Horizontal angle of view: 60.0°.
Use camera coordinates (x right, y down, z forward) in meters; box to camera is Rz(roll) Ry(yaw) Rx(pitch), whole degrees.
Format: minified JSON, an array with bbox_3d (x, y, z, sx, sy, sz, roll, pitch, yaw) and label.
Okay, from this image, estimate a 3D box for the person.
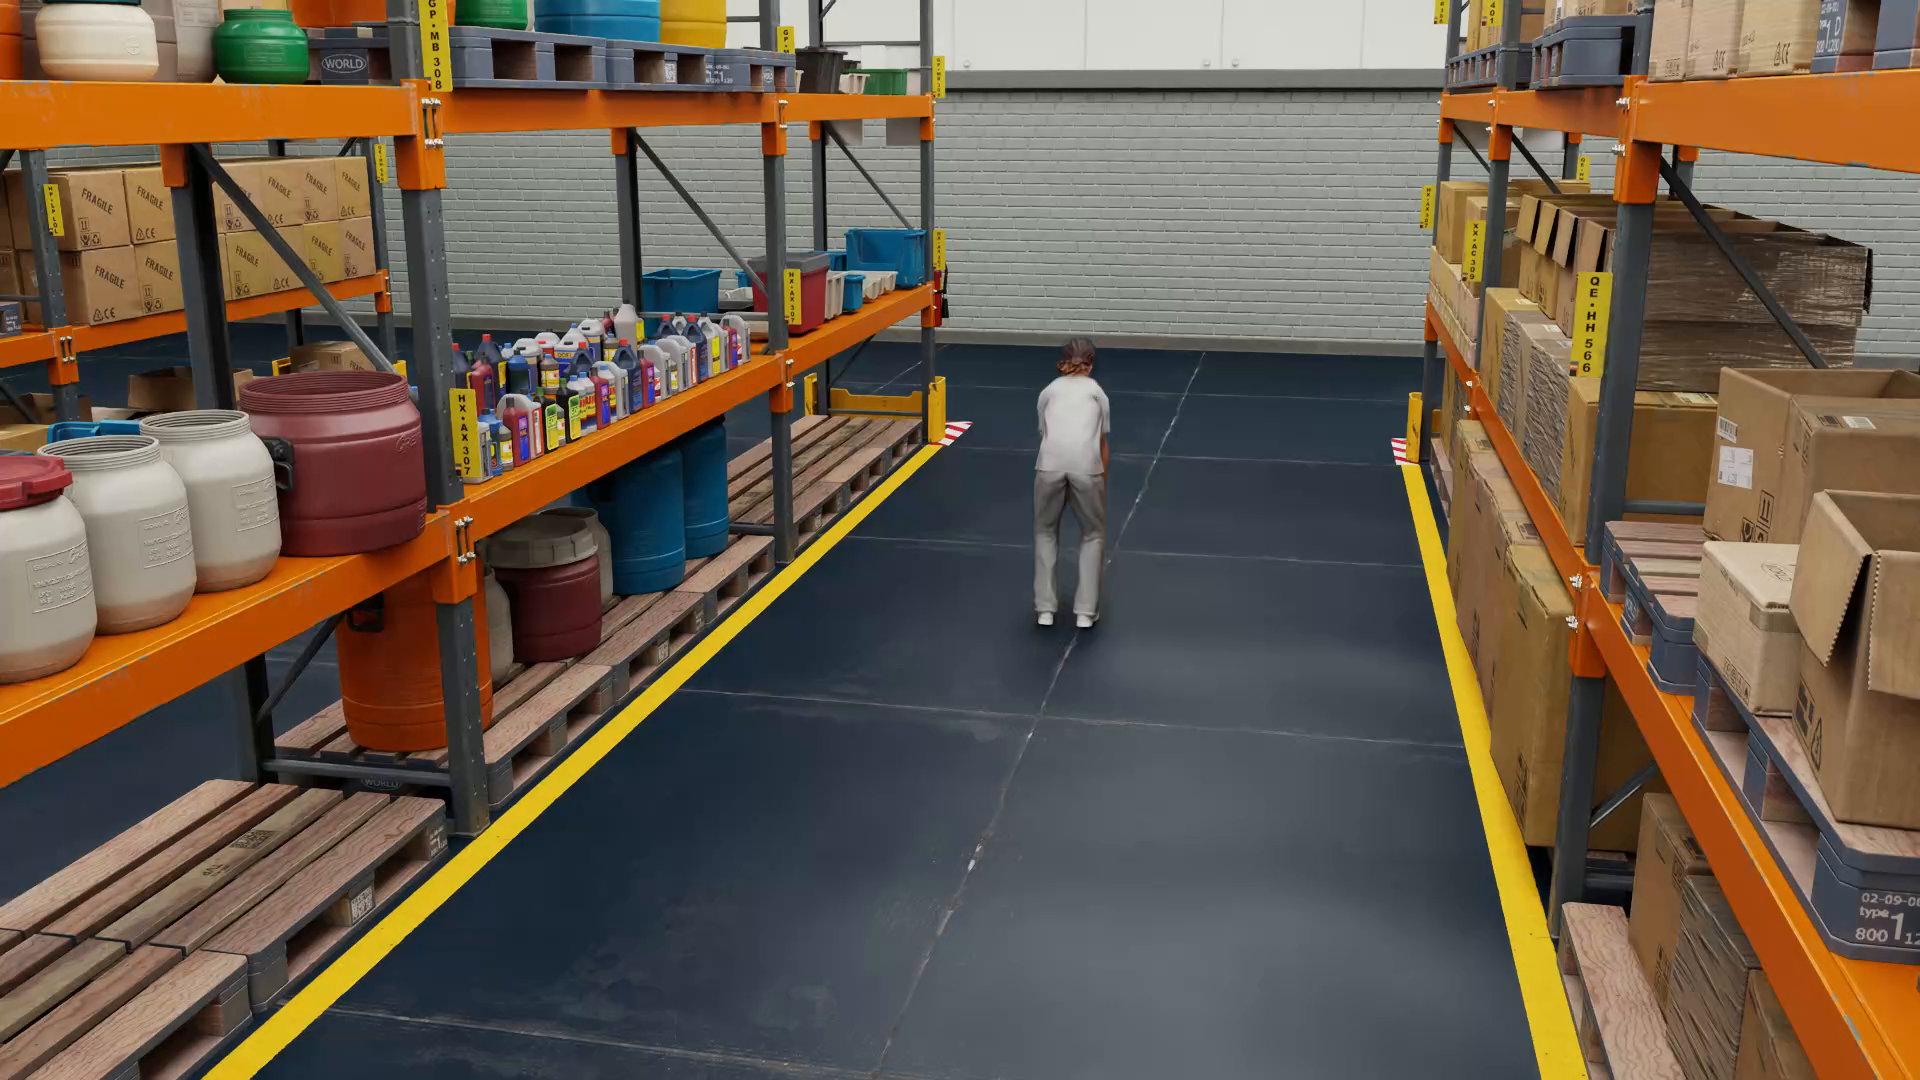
[{"bbox_3d":[0.611,-0.316,9.071,0.404,1.500,0.672,3,15,10],"label":"person"}]
